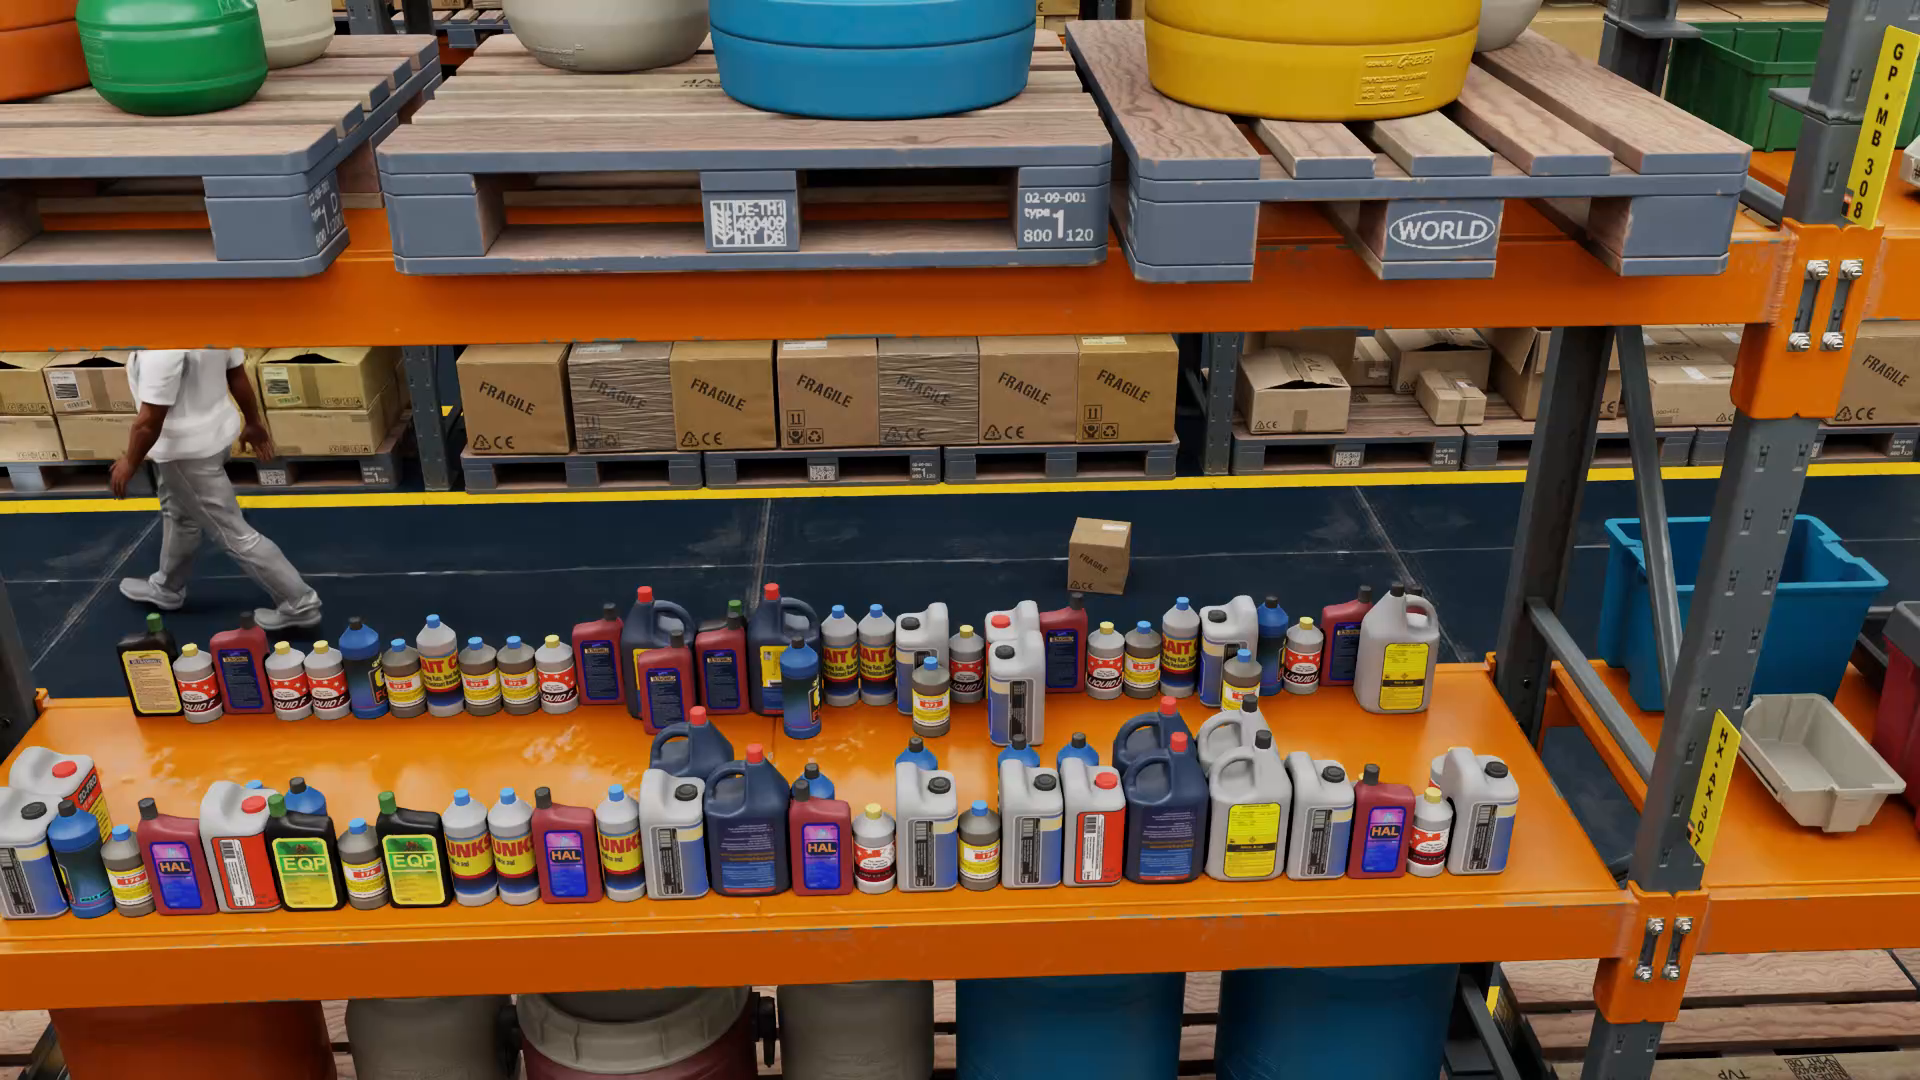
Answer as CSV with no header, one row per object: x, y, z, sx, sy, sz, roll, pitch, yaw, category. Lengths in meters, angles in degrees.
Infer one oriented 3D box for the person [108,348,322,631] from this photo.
-3.245,-0.412,6.894,1.015,1.720,0.610,1,27,2,person
